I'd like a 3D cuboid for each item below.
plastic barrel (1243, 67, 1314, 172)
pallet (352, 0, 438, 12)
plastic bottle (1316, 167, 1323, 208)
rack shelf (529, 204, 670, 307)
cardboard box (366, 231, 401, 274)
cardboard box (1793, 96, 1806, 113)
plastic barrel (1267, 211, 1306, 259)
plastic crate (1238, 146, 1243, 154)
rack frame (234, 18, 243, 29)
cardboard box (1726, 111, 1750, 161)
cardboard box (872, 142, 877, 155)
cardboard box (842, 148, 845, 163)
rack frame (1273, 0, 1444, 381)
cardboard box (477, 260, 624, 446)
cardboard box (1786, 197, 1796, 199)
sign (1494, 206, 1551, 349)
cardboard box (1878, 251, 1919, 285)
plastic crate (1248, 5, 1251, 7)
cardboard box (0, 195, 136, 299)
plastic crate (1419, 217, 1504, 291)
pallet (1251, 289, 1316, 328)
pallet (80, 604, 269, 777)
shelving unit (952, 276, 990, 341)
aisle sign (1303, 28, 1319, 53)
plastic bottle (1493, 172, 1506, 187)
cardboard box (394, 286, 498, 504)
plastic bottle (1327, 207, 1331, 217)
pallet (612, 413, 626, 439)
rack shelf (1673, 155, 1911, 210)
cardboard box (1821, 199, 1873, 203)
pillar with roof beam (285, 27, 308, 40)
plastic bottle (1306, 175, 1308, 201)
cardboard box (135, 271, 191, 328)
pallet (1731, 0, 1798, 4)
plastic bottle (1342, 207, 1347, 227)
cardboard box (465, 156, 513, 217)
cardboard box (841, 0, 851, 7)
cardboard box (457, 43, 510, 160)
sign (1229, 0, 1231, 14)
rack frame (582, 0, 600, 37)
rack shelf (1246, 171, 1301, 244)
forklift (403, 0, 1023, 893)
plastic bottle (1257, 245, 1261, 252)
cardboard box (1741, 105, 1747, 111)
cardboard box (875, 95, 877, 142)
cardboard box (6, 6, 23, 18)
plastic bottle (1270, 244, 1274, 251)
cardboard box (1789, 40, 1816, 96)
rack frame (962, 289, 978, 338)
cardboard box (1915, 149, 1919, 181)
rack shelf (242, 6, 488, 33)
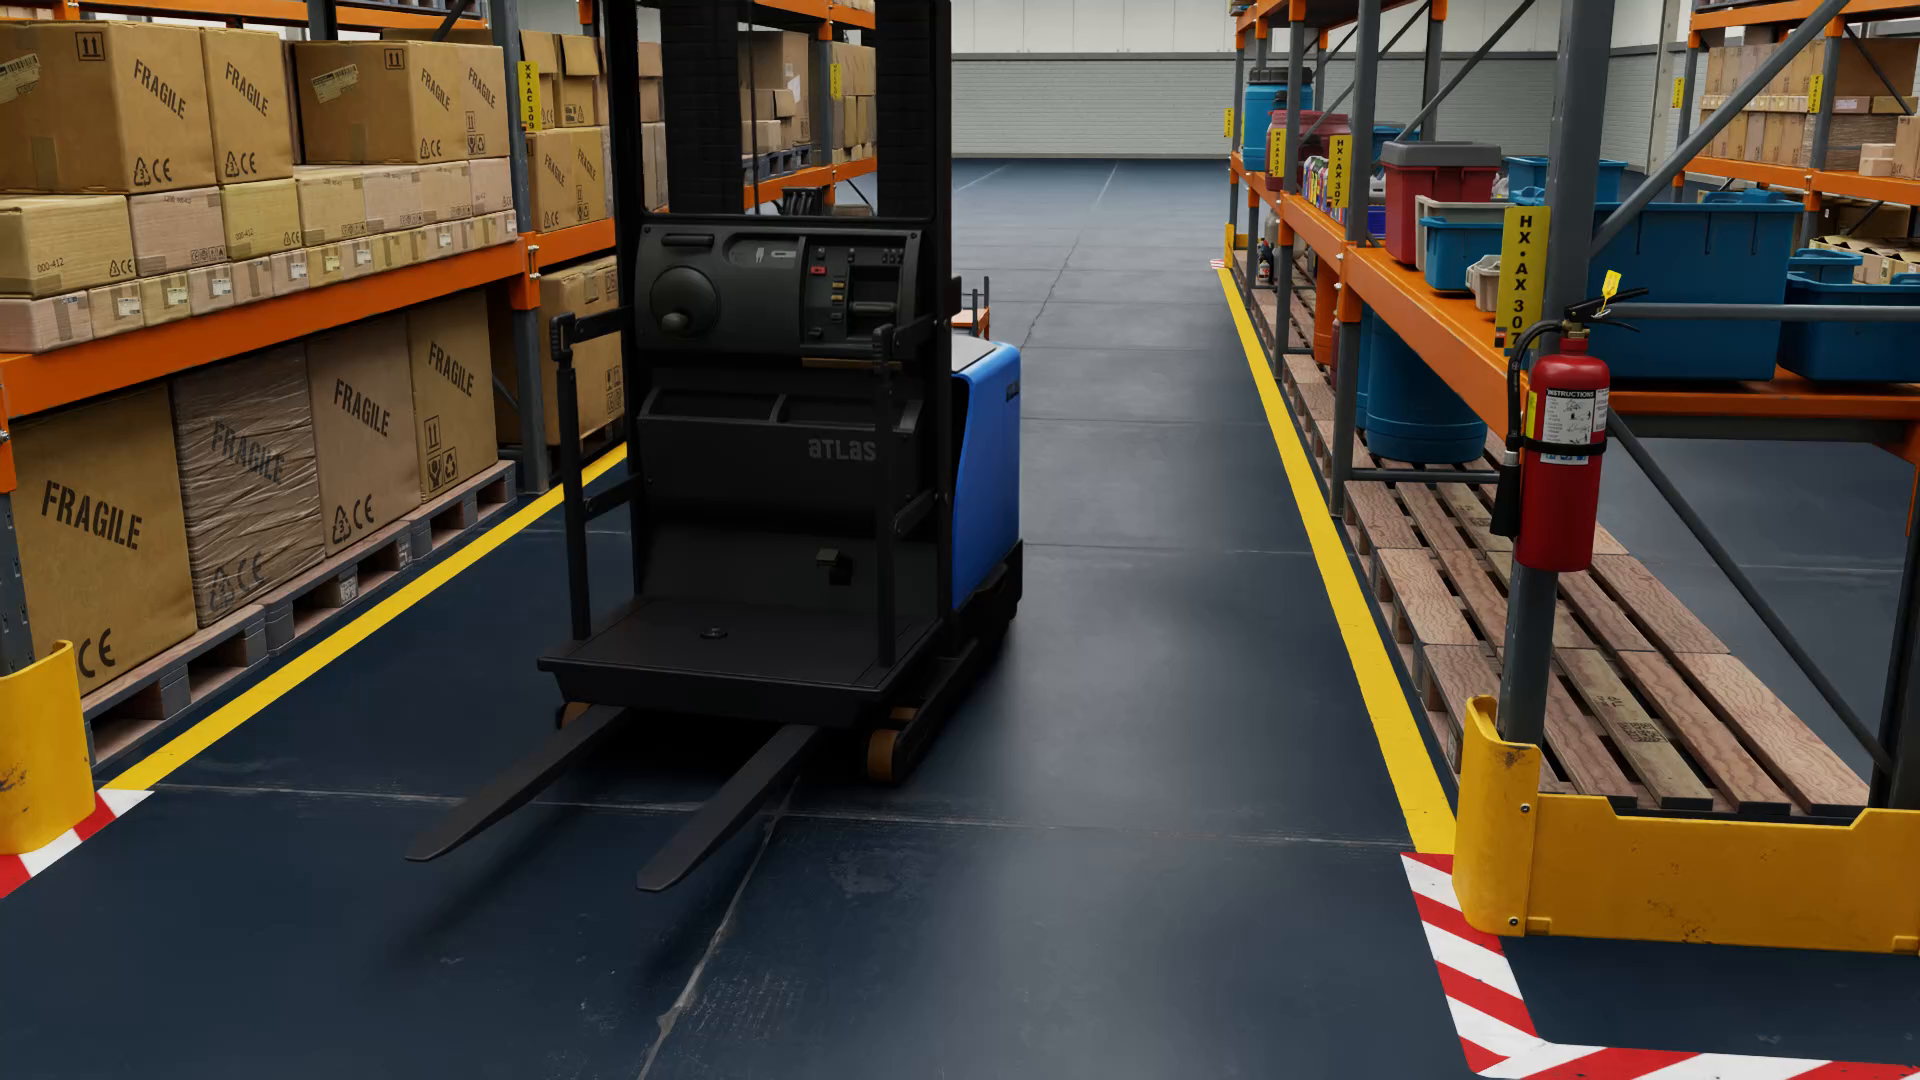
[{"bbox_3d":[2.856,-3.777,14.924,0.600,0.901,0.708,2,15,6],"label":"plastic barrel"},{"bbox_3d":[-6.395,-5.877,18.074,1.003,0.211,1.213,2,15,6],"label":"pallet"},{"bbox_3d":[2.245,-2.181,10.226,0.097,0.271,0.097,0,15,0],"label":"plastic bottle"},{"bbox_3d":[-2.398,-1.869,10.206,1.077,0.370,4.000,2,15,6],"label":"rack shelf"},{"bbox_3d":[-2.477,-1.154,6.665,0.380,0.149,0.250,1,15,5],"label":"cardboard box"},{"bbox_3d":[7.996,-4.050,15.459,0.380,0.149,0.250,1,15,5],"label":"cardboard box"},{"bbox_3d":[3.597,-3.363,18.313,0.421,0.512,0.421,0,15,0],"label":"plastic barrel"},{"bbox_3d":[3.231,-4.314,18.375,0.298,0.136,0.250,2,15,6],"label":"plastic crate"},{"bbox_3d":[-6.638,-3.945,16.504,1.000,3.000,0.127,2,15,6],"label":"rack frame"},{"bbox_3d":[8.391,-4.180,17.181,0.700,0.500,0.500,2,15,7],"label":"cardboard box"},{"bbox_3d":[-1.146,-4.413,18.717,0.380,0.149,0.250,2,15,6],"label":"cardboard box"},{"bbox_3d":[-1.356,-3.828,16.554,0.380,0.149,0.250,2,15,6],"label":"cardboard box"},{"bbox_3d":[2.749,-2.589,11.491,1.000,3.000,0.127,2,15,6],"label":"rack frame"},{"bbox_3d":[-2.572,-1.041,9.032,1.225,0.875,0.875,2,15,6],"label":"cardboard box"},{"bbox_3d":[8.119,-3.233,16.898,0.500,0.500,0.500,2,15,6],"label":"cardboard box"},{"bbox_3d":[1.298,-0.605,3.840,0.100,0.325,0.005,2,15,6],"label":"sign"},{"bbox_3d":[7.655,-2.127,13.171,0.500,0.311,0.500,2,15,8],"label":"cardboard box"},{"bbox_3d":[2.980,-5.375,16.554,0.243,0.136,0.396,2,15,6],"label":"plastic crate"},{"bbox_3d":[-2.753,-0.848,4.768,0.500,0.250,0.500,1,15,5],"label":"cardboard box"},{"bbox_3d":[1.823,-1.003,5.829,0.416,0.233,0.300,2,15,6],"label":"plastic crate"},{"bbox_3d":[3.150,-2.076,14.934,1.003,0.211,1.213,2,15,6],"label":"pallet"},{"bbox_3d":[-3.063,0.476,5.496,1.003,0.211,1.213,2,15,6],"label":"pallet"},{"bbox_3d":[-0.019,-0.536,7.347,0.258,1.200,0.503,2,15,6],"label":"shelving unit"},{"bbox_3d":[3.955,-5.929,18.861,0.394,0.787,0.004,2,15,6],"label":"aisle sign"},{"bbox_3d":[2.863,-1.808,8.826,0.061,0.283,0.133,2,15,6],"label":"plastic bottle"},{"bbox_3d":[-2.778,-0.706,7.792,0.875,0.875,0.875,2,15,6],"label":"cardboard box"},{"bbox_3d":[2.141,-1.989,9.495,0.061,0.283,0.133,2,15,6],"label":"plastic bottle"},{"bbox_3d":[-2.477,-0.871,10.479,1.003,0.211,1.213,2,15,6],"label":"pallet"},{"bbox_3d":[8.347,-3.651,16.796,1.077,0.370,4.000,2,15,6],"label":"rack shelf"},{"bbox_3d":[8.598,-3.087,16.360,0.500,0.500,0.500,2,15,6],"label":"cardboard box"},{"bbox_3d":[-10.714,-12.531,36.763,9.100,9.000,0.400,2,15,6],"label":"pillar with roof beam"},{"bbox_3d":[2.327,-2.336,10.935,0.097,0.201,0.097,0,15,0],"label":"plastic bottle"},{"bbox_3d":[-2.651,-0.754,5.186,0.380,0.149,0.250,1,15,5],"label":"cardboard box"},{"bbox_3d":[8.332,-5.422,16.392,1.003,0.211,1.213,2,15,6],"label":"pallet"},{"bbox_3d":[2.097,-1.824,8.755,0.144,0.351,0.185,2,15,6],"label":"plastic bottle"},{"bbox_3d":[-2.413,-1.646,7.722,0.500,0.250,0.500,1,15,5],"label":"cardboard box"},{"bbox_3d":[-1.361,-5.395,16.406,0.500,0.250,0.500,2,15,6],"label":"cardboard box"},{"bbox_3d":[-2.410,-2.004,7.606,0.500,0.500,0.500,2,15,8],"label":"cardboard box"},{"bbox_3d":[3.105,-6.134,18.835,0.100,0.325,0.005,2,15,6],"label":"sign"},{"bbox_3d":[-2.173,-2.735,12.030,1.000,3.000,0.127,2,15,6],"label":"rack frame"},{"bbox_3d":[2.974,-2.761,13.503,1.077,0.370,4.000,2,15,6],"label":"rack shelf"},{"bbox_3d":[-0.627,-0.797,4.995,1.130,2.935,3.031,4,16,14],"label":"forklift"},{"bbox_3d":[2.985,-2.796,16.618,0.061,0.283,0.133,3,15,10],"label":"plastic bottle"},{"bbox_3d":[8.171,-4.449,16.935,0.380,0.149,0.250,2,15,6],"label":"cardboard box"},{"bbox_3d":[-1.296,-4.727,18.634,0.875,0.500,0.500,2,15,6],"label":"cardboard box"},{"bbox_3d":[-11.014,-6.065,19.078,0.380,0.149,0.250,2,15,6],"label":"cardboard box"},{"bbox_3d":[3.149,-2.840,16.781,0.061,0.283,0.133,2,15,6],"label":"plastic bottle"},{"bbox_3d":[8.221,-4.401,15.513,0.700,0.500,0.500,2,15,6],"label":"cardboard box"},{"bbox_3d":[-0.046,-0.473,7.113,0.240,1.200,0.015,2,15,6],"label":"rack frame"},{"bbox_3d":[7.903,-3.063,13.050,0.500,0.500,0.500,2,15,6],"label":"cardboard box"},{"bbox_3d":[-6.412,-5.564,18.125,1.077,0.370,4.000,2,15,6],"label":"rack shelf"}]
